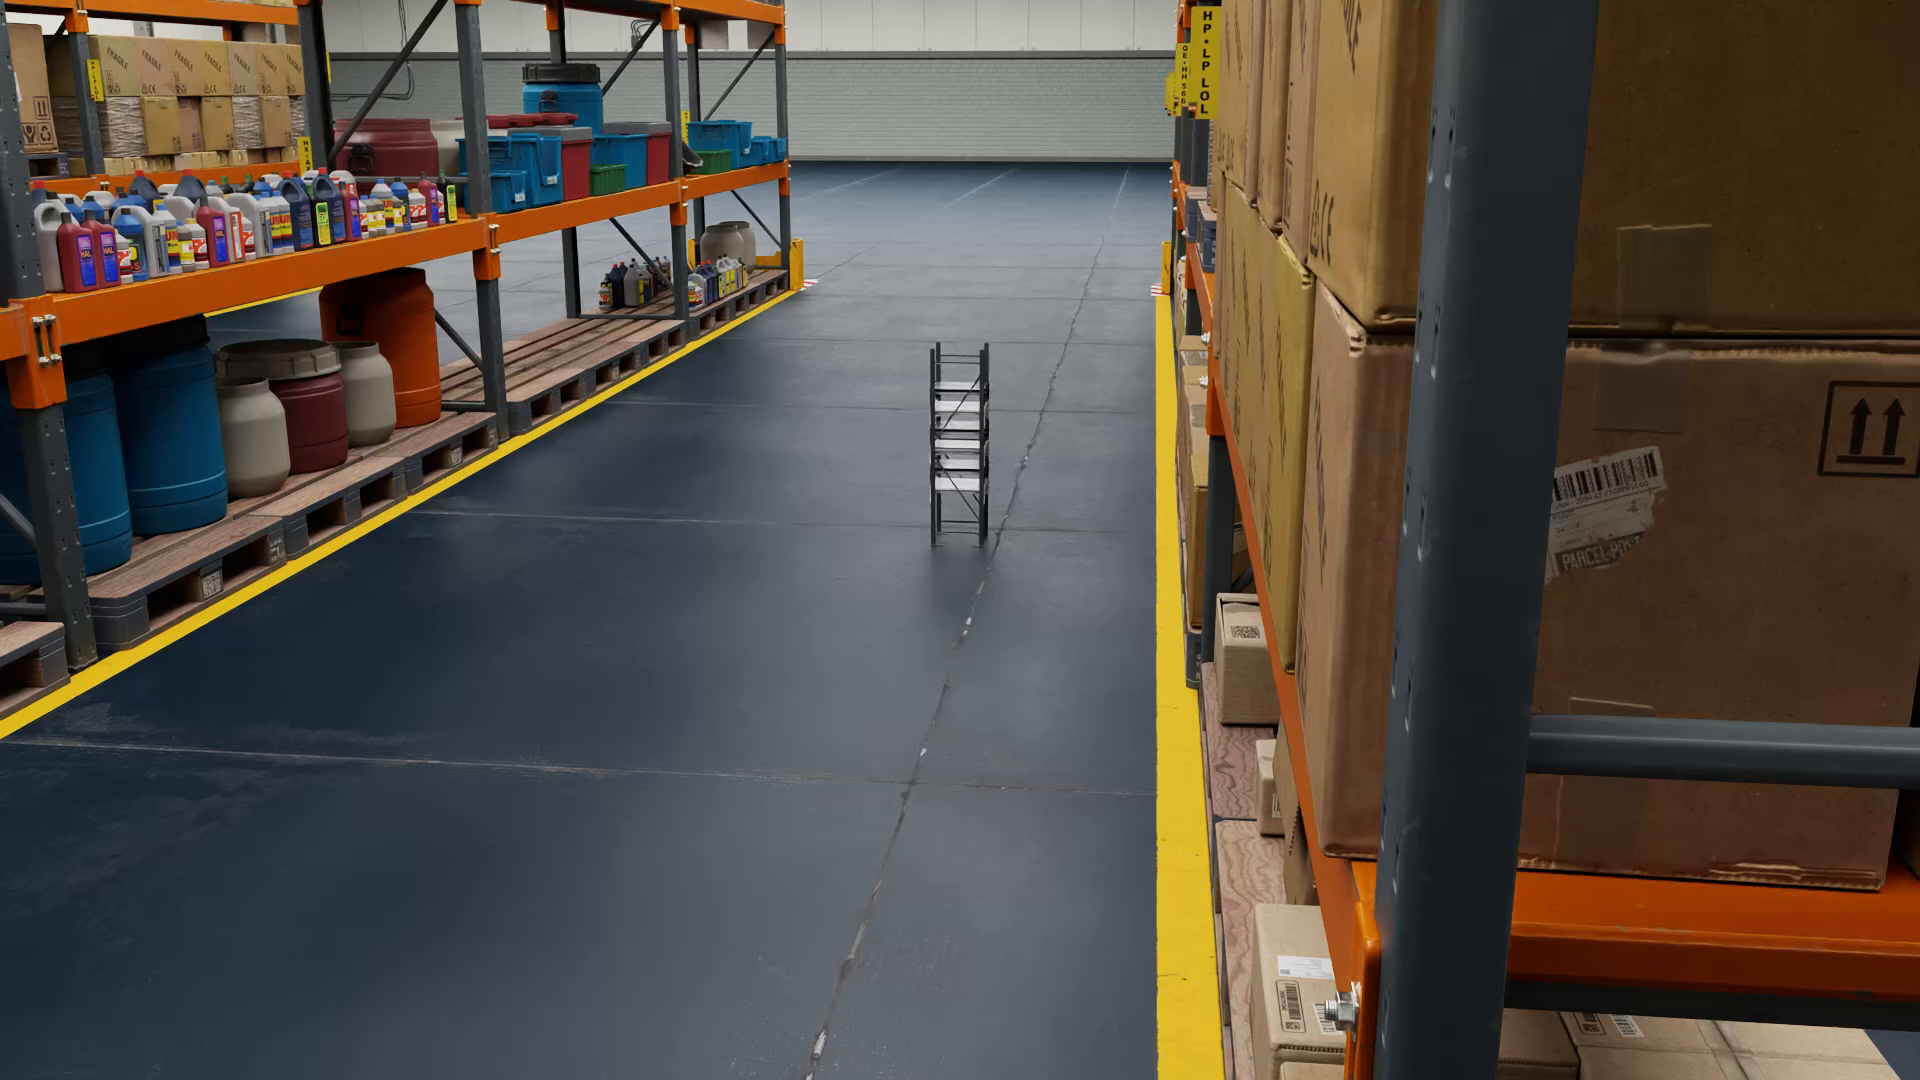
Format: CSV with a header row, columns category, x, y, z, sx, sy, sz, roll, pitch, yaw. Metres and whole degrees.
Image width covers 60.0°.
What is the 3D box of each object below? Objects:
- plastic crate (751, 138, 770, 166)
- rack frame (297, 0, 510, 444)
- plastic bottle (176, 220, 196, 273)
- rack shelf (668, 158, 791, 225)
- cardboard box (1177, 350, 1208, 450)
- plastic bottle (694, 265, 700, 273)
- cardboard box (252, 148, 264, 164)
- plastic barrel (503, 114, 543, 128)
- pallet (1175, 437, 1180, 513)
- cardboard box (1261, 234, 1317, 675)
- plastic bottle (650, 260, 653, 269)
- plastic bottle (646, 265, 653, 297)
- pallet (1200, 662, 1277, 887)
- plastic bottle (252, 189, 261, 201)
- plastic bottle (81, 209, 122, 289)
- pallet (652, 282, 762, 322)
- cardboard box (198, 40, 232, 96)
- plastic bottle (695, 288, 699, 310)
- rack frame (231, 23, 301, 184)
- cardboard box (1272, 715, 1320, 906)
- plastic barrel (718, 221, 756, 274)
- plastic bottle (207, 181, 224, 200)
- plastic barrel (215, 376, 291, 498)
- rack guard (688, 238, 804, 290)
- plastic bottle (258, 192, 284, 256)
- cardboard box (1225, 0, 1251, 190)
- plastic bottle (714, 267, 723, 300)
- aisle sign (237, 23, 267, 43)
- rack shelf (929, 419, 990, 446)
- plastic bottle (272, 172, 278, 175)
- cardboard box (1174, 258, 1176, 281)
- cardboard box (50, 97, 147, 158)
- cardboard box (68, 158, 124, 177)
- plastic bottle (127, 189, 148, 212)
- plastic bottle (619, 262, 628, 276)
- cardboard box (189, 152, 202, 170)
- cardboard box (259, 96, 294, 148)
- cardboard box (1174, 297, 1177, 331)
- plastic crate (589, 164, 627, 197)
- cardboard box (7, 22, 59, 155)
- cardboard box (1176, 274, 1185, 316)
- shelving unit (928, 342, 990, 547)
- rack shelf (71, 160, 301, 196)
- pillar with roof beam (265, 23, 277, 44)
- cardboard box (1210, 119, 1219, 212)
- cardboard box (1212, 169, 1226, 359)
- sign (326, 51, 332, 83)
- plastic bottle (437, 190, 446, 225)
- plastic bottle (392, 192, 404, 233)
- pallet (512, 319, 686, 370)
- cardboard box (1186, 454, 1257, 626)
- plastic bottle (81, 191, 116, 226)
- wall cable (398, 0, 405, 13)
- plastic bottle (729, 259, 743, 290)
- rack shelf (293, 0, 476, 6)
category,x,y,z,sx,sy,sz,roll,pitch,yaw
plastic crate,-2.112,-3.740,16.033,0.499,0.251,0.408,2,15,6
rack frame,-3.177,-2.044,9.475,1.000,3.000,0.127,2,15,6
plastic bottle,-3.105,-1.169,6.619,0.097,0.201,0.097,0,15,0
rack shelf,-2.500,-3.253,15.324,1.077,0.370,4.000,2,15,6
cardboard box,1.356,-0.657,8.293,0.500,0.500,0.500,1,15,4
plastic bottle,-2.303,-2.333,14.920,0.152,0.276,0.135,2,15,6
cardboard box,-7.141,-3.804,16.466,0.380,0.149,0.250,2,15,6
plastic barrel,-3.134,-2.715,11.697,0.433,0.535,0.433,0,15,0
pallet,1.623,-0.359,8.584,1.003,0.211,1.213,2,15,6
cardboard box,0.677,-0.129,2.203,0.500,0.500,0.500,2,15,7
plastic bottle,-2.838,-2.438,15.317,0.097,0.271,0.097,0,15,0
plastic bottle,-2.776,-2.295,14.765,0.061,0.283,0.133,2,15,6
pallet,1.215,0.664,4.801,1.003,0.211,1.213,2,15,6
plastic bottle,-3.148,-1.438,7.479,0.097,0.271,0.097,0,15,0
plastic bottle,-3.148,-1.067,6.087,0.061,0.283,0.133,2,15,6
pallet,-2.473,-2.226,15.489,1.003,0.211,1.213,2,15,6
cardboard box,-7.186,-4.401,15.513,0.500,0.500,0.500,2,15,6
plastic bottle,-2.242,-2.039,13.975,0.097,0.201,0.097,0,15,0
rack frame,-7.195,-4.265,17.688,1.000,3.000,0.127,2,15,6
cardboard box,1.086,0.620,3.561,0.797,0.503,0.637,2,15,6
plastic barrel,-2.272,-2.948,16.779,0.421,0.512,0.421,0,15,0
plastic bottle,-3.680,-1.636,8.211,0.097,0.271,0.097,0,15,0
plastic barrel,-3.317,-0.477,7.639,0.421,0.512,0.421,0,15,0
rack guard,-2.236,-2.891,17.397,1.175,0.500,0.348,2,15,6
plastic bottle,-3.026,-1.383,7.276,0.097,0.271,0.097,0,15,0
cardboard box,0.844,-1.010,3.542,0.500,0.500,0.500,1,15,5
plastic bottle,-2.141,-2.270,14.673,0.061,0.283,0.133,2,15,9
aisle sign,-7.486,-5.545,17.441,0.394,0.787,0.004,2,15,6
rack shelf,-0.001,-0.487,7.522,0.258,0.077,0.200,2,15,6
plastic bottle,-3.629,-1.801,8.800,0.061,0.283,0.133,2,15,6
cardboard box,2.313,-2.585,15.939,0.500,0.250,0.500,2,15,6
cardboard box,-7.534,-3.534,14.224,0.875,0.500,0.500,2,15,6
cardboard box,-7.324,-3.153,14.057,0.380,0.149,0.250,2,15,6
plastic bottle,-3.704,-1.441,7.490,0.097,0.271,0.097,0,15,0
plastic bottle,-2.917,-2.240,14.433,0.144,0.351,0.185,1,15,3
cardboard box,-7.207,-3.478,15.259,0.380,0.149,0.250,2,15,6
cardboard box,-7.222,-4.182,16.619,0.875,0.500,0.500,2,15,6
cardboard box,1.904,-1.713,12.713,0.500,0.250,0.500,1,15,5
plastic crate,-2.641,-2.519,11.638,0.450,0.188,0.662,2,15,6
cardboard box,-7.875,-3.518,12.971,1.000,1.000,1.000,2,15,7
cardboard box,1.783,-1.717,11.654,0.500,0.311,0.500,1,15,4
shelving unit,-0.001,-0.432,7.537,0.258,0.900,0.210,2,15,6
rack shelf,-7.421,-3.399,15.863,1.077,0.370,4.000,2,15,6
pillar with roof beam,-15.286,-15.098,46.258,9.100,9.000,0.400,2,15,6
cardboard box,1.431,-1.571,6.729,0.700,0.500,0.500,-2,15,-8
cardboard box,0.965,-0.784,4.623,0.500,0.500,0.500,2,15,8
sign,-6.646,-4.955,17.416,0.100,0.325,0.005,2,15,6
plastic bottle,-2.830,-1.801,8.958,0.097,0.201,0.097,0,15,0
plastic bottle,-2.889,-1.666,8.456,0.097,0.201,0.097,0,15,0
pallet,-2.775,-1.531,12.918,1.003,0.211,1.213,2,15,6
cardboard box,1.064,-0.002,5.869,0.500,0.500,0.500,2,15,6
plastic bottle,-3.765,-1.379,7.253,0.152,0.276,0.135,2,15,6
wall cable,-15.229,-16.809,48.860,3.097,2.526,0.112,2,15,6
plastic bottle,-2.101,-2.463,15.398,0.152,0.276,0.135,2,15,7
rack shelf,-3.402,-2.626,7.259,1.077,0.370,4.000,2,15,6
